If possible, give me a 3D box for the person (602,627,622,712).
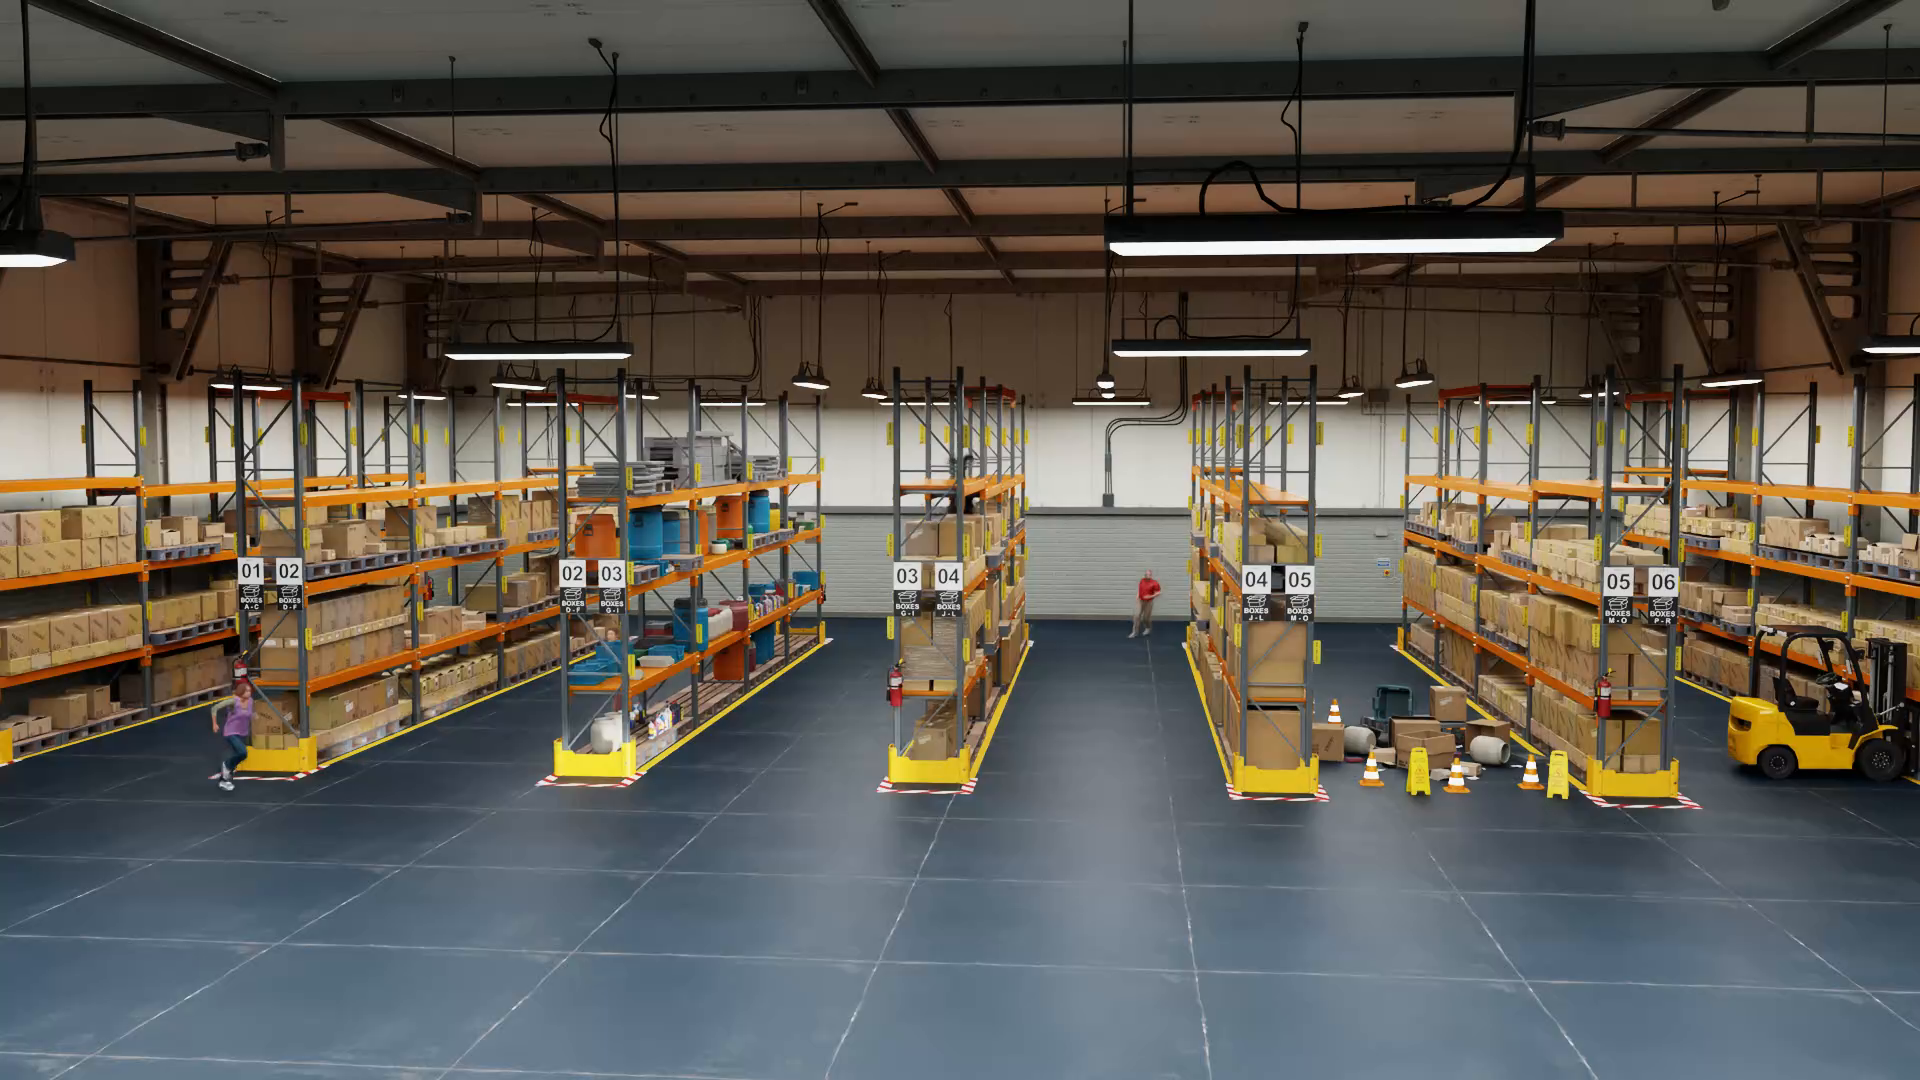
[{"bbox_3d":[-6.079,2.346,29.563,0.574,1.643,0.939,1,4,14],"label":"person"}]

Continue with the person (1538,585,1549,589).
[{"bbox_3d":[13.206,1.832,37.357,0.653,1.725,0.757,-2,4,-26],"label":"person"}]

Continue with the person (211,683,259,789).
[{"bbox_3d":[-10.230,2.778,23.531,0.723,1.525,0.543,2,4,25],"label":"person"}]

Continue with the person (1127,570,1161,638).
[{"bbox_3d":[4.664,1.582,41.363,0.708,1.689,0.895,2,4,32],"label":"person"}]
